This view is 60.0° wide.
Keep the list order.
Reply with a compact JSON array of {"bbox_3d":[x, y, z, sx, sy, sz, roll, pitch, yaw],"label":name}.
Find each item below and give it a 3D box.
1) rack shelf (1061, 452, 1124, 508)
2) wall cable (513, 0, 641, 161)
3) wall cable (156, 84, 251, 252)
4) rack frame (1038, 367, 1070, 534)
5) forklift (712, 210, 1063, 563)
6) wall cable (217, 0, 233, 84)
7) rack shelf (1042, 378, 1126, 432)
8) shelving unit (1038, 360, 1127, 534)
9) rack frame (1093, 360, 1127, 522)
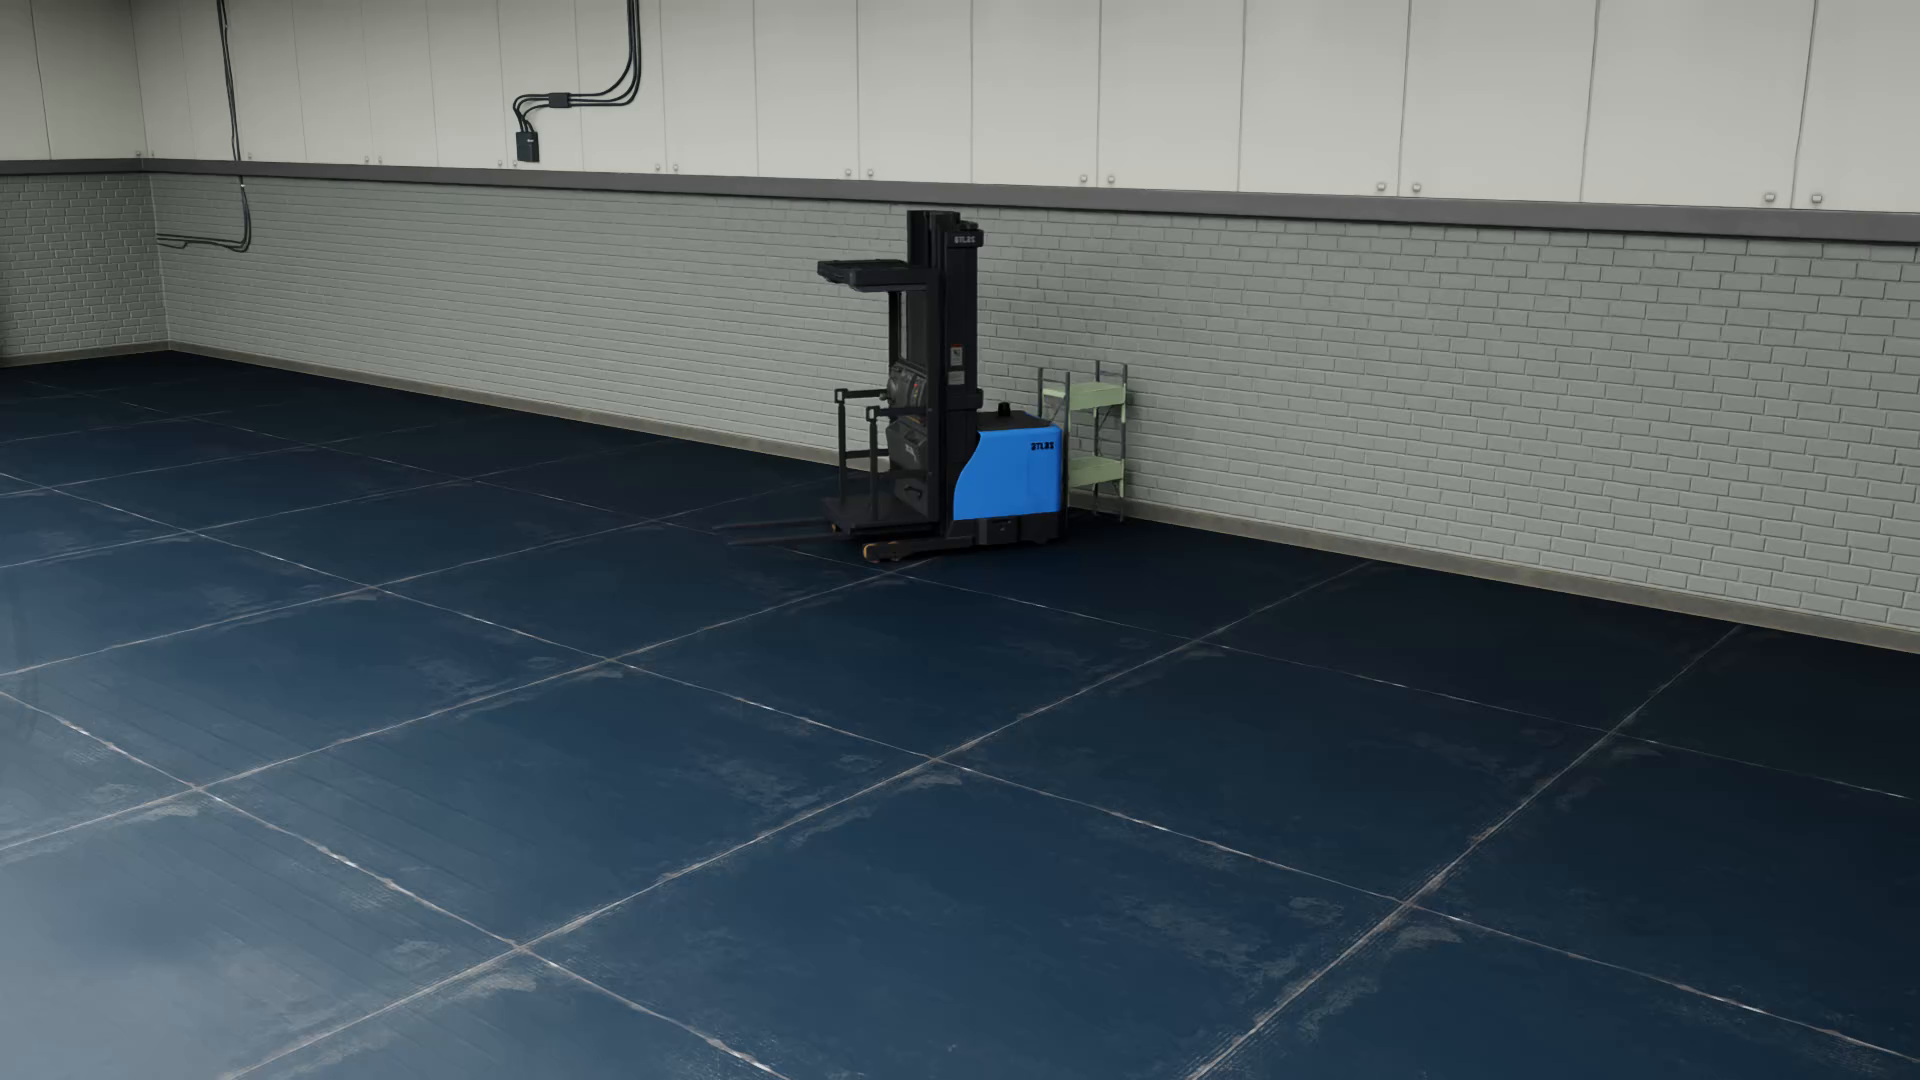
[{"bbox_3d":[1.138,-0.566,15.628,0.720,0.370,0.431,-11,18,-38],"label":"rack shelf"},{"bbox_3d":[-4.594,-7.458,19.298,2.305,6.003,0.169,11,18,38],"label":"wall cable"},{"bbox_3d":[-11.968,-5.777,25.894,3.097,2.526,0.112,11,18,38],"label":"wall cable"},{"bbox_3d":[0.855,-0.824,15.322,0.023,1.500,0.400,-11,18,-38],"label":"rack frame"},{"bbox_3d":[-0.652,-1.370,14.564,3.031,2.935,1.130,-5,15,-19],"label":"forklift"},{"bbox_3d":[-9.864,-7.806,23.624,3.097,2.526,0.112,11,18,38],"label":"wall cable"},{"bbox_3d":[1.138,-1.260,15.452,0.720,0.370,0.431,-11,18,-38],"label":"rack shelf"},{"bbox_3d":[1.138,-0.882,15.548,0.755,1.500,0.431,-11,18,-38],"label":"shelving unit"},{"bbox_3d":[1.420,-0.939,15.774,0.023,1.500,0.400,-11,18,-38],"label":"rack frame"}]
